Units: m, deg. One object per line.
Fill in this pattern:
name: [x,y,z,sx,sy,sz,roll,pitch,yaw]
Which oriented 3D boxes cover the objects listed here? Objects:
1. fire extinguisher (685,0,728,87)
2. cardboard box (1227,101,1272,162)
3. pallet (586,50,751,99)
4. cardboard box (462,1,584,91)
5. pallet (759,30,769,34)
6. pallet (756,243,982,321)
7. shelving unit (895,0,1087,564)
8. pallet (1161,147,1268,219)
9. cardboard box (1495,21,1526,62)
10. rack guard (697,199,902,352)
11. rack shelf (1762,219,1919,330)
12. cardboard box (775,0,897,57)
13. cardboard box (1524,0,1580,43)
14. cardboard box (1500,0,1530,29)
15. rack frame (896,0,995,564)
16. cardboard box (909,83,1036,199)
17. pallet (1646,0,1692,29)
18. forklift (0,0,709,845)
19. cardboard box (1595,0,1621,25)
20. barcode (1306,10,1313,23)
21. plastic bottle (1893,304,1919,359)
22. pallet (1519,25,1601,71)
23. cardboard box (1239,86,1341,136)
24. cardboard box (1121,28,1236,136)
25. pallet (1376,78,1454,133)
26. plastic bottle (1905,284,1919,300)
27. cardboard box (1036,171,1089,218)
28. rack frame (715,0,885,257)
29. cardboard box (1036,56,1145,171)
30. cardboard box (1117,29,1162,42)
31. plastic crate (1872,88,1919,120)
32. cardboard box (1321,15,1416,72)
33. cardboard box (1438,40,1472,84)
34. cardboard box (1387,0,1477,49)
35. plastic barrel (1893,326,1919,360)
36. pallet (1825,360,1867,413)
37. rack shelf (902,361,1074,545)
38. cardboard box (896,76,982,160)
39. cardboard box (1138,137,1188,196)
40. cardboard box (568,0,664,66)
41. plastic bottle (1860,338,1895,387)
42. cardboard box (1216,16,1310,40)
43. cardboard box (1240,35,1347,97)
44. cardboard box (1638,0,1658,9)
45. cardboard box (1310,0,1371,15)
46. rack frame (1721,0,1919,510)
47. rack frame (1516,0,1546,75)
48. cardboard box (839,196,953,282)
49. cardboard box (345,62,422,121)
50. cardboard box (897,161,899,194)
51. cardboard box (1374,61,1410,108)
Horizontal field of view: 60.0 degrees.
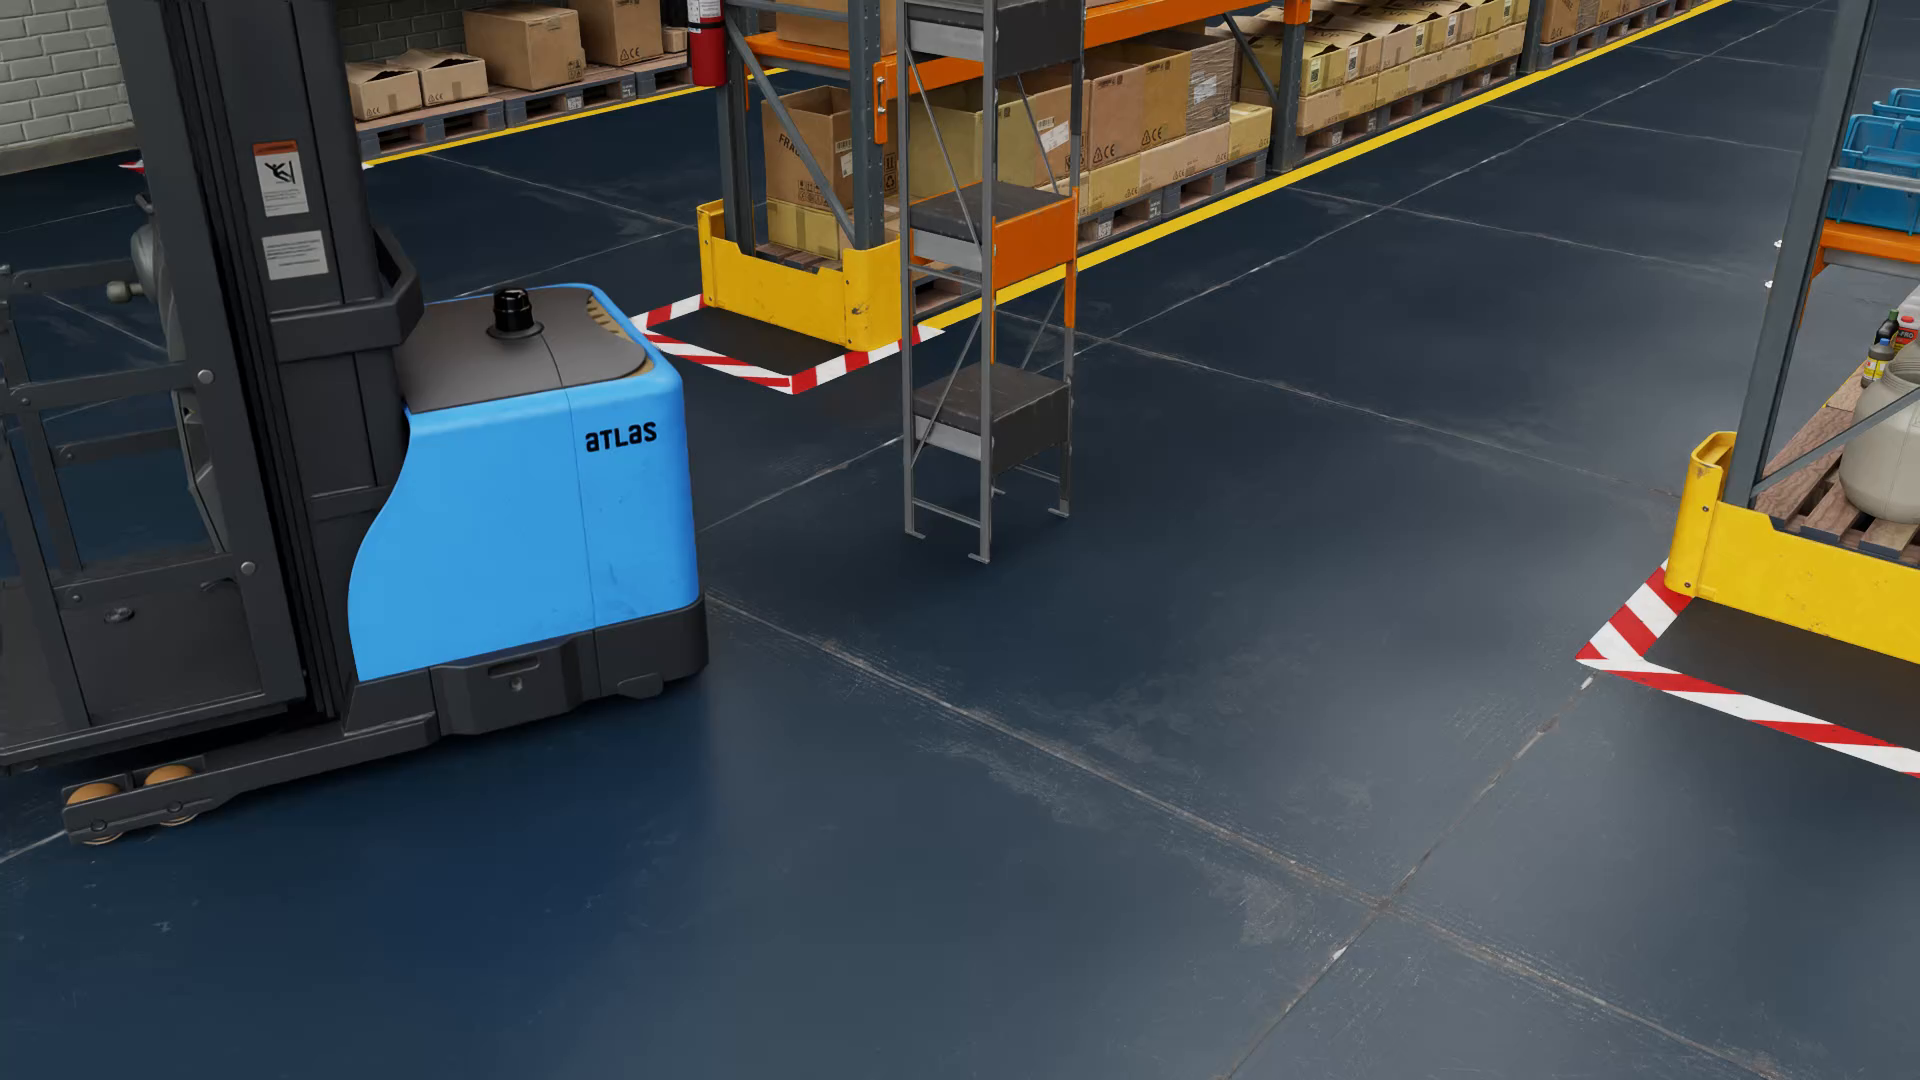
fire extinguisher: [-1.216,-2.524,7.949,0.296,0.674,0.183,21,34,34]
cardboard box: [1.636,-2.620,10.586,0.500,0.250,0.500,21,34,34]
pallet: [-2.463,-3.843,13.448,1.003,0.211,1.213,21,34,34]
cardboard box: [-3.230,-3.663,12.308,0.700,0.500,0.500,18,33,31]
pallet: [-1.569,-4.368,14.463,1.003,0.211,1.213,21,34,34]
pallet: [-0.328,-1.510,8.939,1.003,0.211,1.213,21,34,34]
shelving unit: [0.105,-0.991,5.881,0.431,2.100,0.503,21,34,34]
pallet: [1.224,-2.375,10.611,1.003,0.211,1.213,21,34,34]
cardboard box: [4.160,-4.009,13.270,0.500,0.250,0.500,22,34,36]
rack guard: [-0.797,-1.346,8.308,1.175,0.500,0.348,21,34,34]
rack shelf: [4.310,-1.406,6.485,1.077,0.370,4.000,21,34,34]
cardboard box: [-0.475,-2.671,8.040,0.700,0.500,0.500,21,34,34]
cardboard box: [4.816,-4.464,13.857,0.500,0.500,0.500,22,35,36]
cardboard box: [4.163,-4.258,13.141,0.500,0.311,0.500,22,34,36]
rack frame: [-0.050,-0.905,5.714,0.400,2.100,0.015,21,34,34]
cardboard box: [0.047,-2.066,8.699,0.500,0.500,0.500,21,34,34]
pallet: [6.362,-5.182,16.036,1.003,0.211,1.213,21,34,34]
forklift: [-2.360,-0.734,4.479,3.031,2.935,1.130,-13,30,-23]
cardboard box: [5.468,-4.828,14.560,0.500,0.500,0.500,20,34,34]
barcode: [2.246,-3.364,10.684,0.001,0.075,0.075,21,34,34]
plastic bottle: [4.049,-0.862,7.138,0.152,0.276,0.135,21,34,35]
pallet: [4.810,-4.316,14.364,1.003,0.211,1.213,21,34,34]
cardboard box: [2.210,-2.919,11.163,0.500,0.250,0.500,20,33,33]
cardboard box: [1.309,-2.779,10.077,0.500,0.500,0.500,21,34,34]
pallet: [2.976,-3.352,12.499,1.003,0.211,1.213,21,34,34]
plastic bottle: [4.239,-1.005,7.331,0.144,0.351,0.185,22,35,36]
cardboard box: [0.364,-1.911,9.215,0.500,0.250,0.500,21,34,34]
rack frame: [-0.782,-2.465,7.750,1.000,3.000,0.127,21,34,34]
cardboard box: [0.687,-2.419,9.382,0.500,0.500,0.500,21,34,34]
cardboard box: [0.914,-2.929,10.367,0.500,0.500,0.500,21,34,34]
plastic crate: [3.543,-1.443,5.937,0.499,0.251,0.408,21,34,34]
cardboard box: [2.868,-3.531,11.736,0.500,0.311,0.500,19,33,33]
cardboard box: [3.513,-3.648,12.572,0.500,0.250,0.500,22,34,36]
cardboard box: [3.514,-3.894,12.437,0.500,0.311,0.500,20,34,34]
plastic barrel: [3.716,-0.531,6.262,0.421,0.512,0.421,0,27,0]
pallet: [4.347,-0.535,7.055,1.003,0.211,1.213,21,34,34]
rack shelf: [0.105,-0.357,6.209,0.431,0.518,0.480,21,34,34]
cardboard box: [-0.046,-2.399,9.343,0.500,0.500,0.500,21,34,34]
cardboard box: [1.003,-2.264,9.898,0.500,0.250,0.500,21,34,34]
cardboard box: [-2.692,-4.035,13.027,0.500,0.500,0.500,18,32,31]
plastic bottle: [3.868,-0.748,6.998,0.097,0.201,0.097,0,27,0]
cardboard box: [2.125,-3.511,11.698,0.500,0.311,0.500,22,34,36]
cardboard box: [2.217,-3.171,11.041,0.500,0.311,0.500,21,34,35]
cardboard box: [6.118,-5.195,15.270,0.500,0.500,0.500,21,34,35]
cardboard box: [2.766,-3.864,12.381,0.500,0.311,0.500,20,34,34]
rack frame: [3.038,-1.016,4.949,1.000,3.000,0.127,21,34,34]
rack frame: [4.306,-5.301,13.233,1.000,3.000,0.127,21,34,34]
cardboard box: [-0.269,-1.555,8.527,0.500,0.250,0.500,21,34,34]
cardboard box: [-4.097,-3.132,11.486,0.500,0.311,0.500,17,32,29]
cardboard box: [-0.360,-1.887,9.169,0.500,0.250,0.500,21,34,34]
cardboard box: [2.863,-3.284,11.870,0.500,0.250,0.500,20,33,33]
